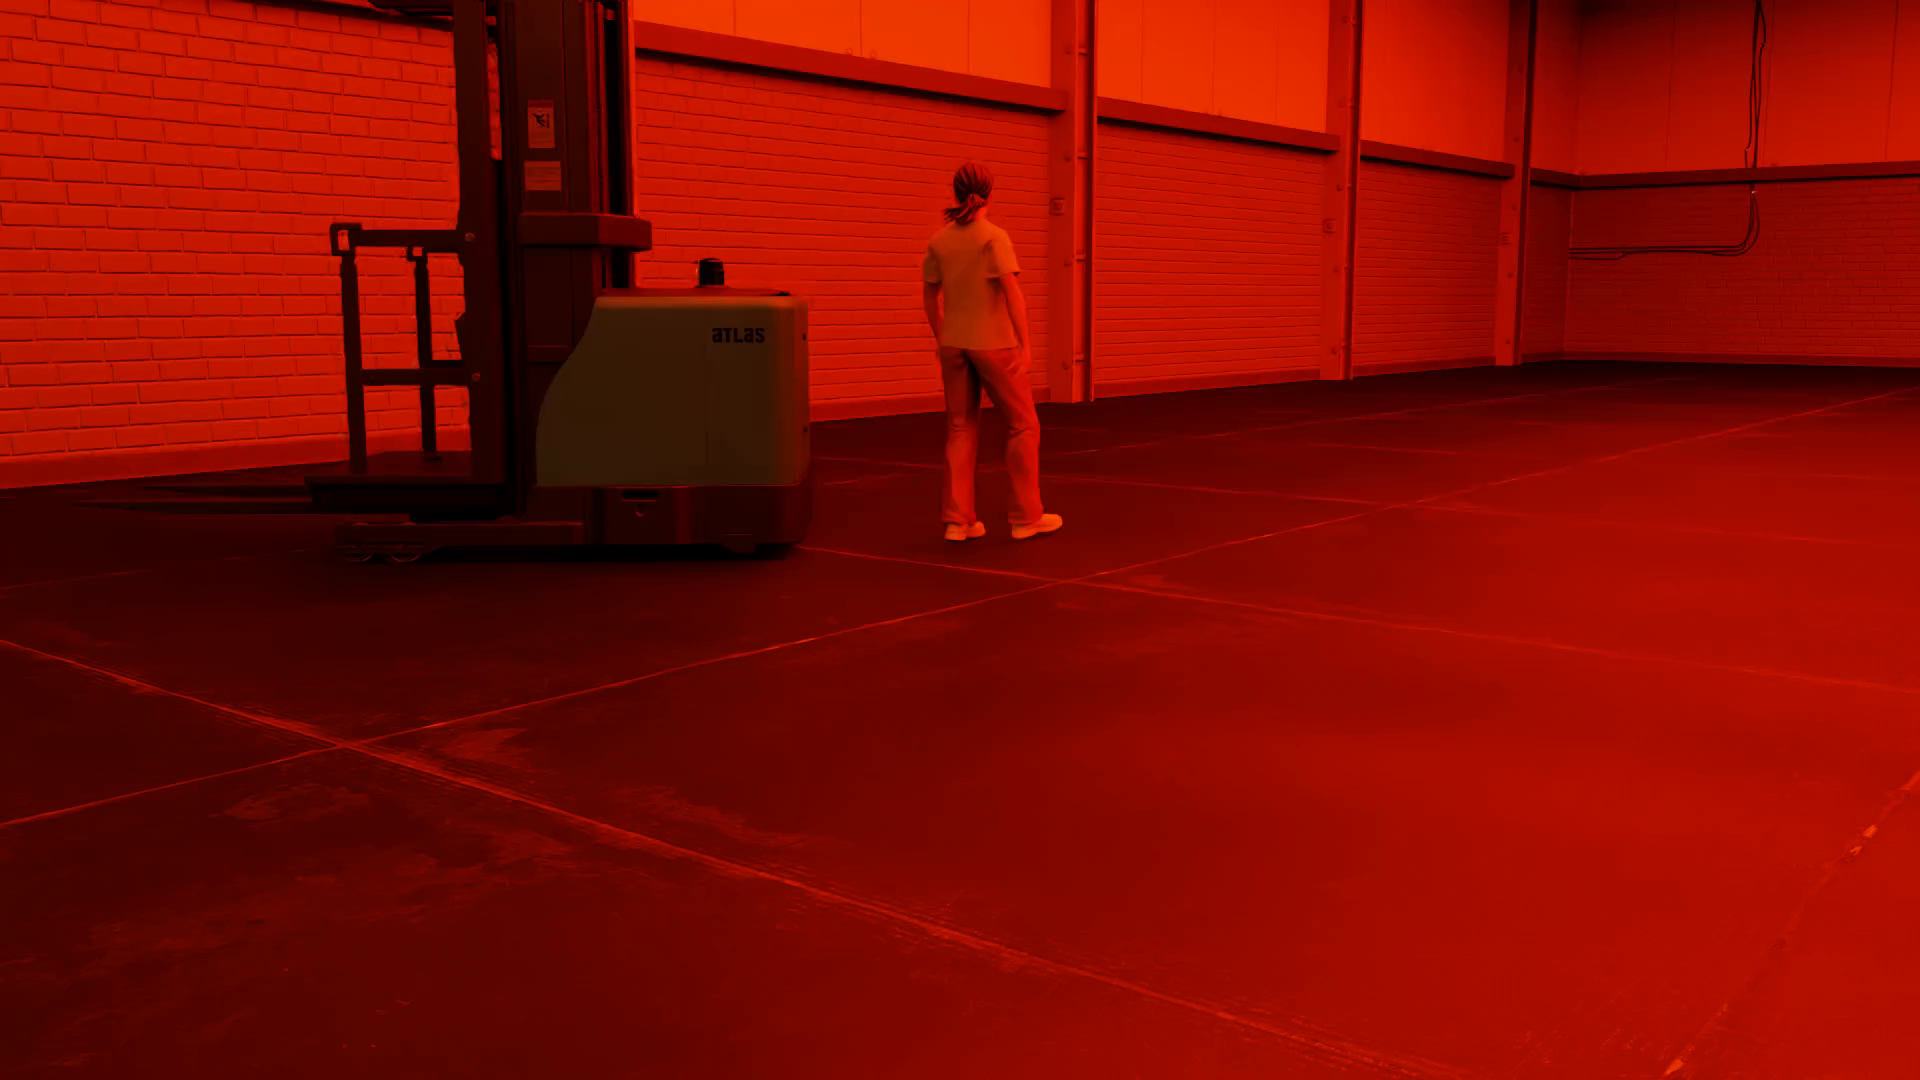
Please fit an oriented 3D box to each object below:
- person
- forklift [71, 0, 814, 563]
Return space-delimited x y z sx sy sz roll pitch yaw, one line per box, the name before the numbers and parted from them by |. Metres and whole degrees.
person | 0.119 -0.838 7.438 0.599 1.652 0.578 5 10 31
forklift | -2.186 -1.435 7.088 3.031 2.935 1.130 0 8 -1
